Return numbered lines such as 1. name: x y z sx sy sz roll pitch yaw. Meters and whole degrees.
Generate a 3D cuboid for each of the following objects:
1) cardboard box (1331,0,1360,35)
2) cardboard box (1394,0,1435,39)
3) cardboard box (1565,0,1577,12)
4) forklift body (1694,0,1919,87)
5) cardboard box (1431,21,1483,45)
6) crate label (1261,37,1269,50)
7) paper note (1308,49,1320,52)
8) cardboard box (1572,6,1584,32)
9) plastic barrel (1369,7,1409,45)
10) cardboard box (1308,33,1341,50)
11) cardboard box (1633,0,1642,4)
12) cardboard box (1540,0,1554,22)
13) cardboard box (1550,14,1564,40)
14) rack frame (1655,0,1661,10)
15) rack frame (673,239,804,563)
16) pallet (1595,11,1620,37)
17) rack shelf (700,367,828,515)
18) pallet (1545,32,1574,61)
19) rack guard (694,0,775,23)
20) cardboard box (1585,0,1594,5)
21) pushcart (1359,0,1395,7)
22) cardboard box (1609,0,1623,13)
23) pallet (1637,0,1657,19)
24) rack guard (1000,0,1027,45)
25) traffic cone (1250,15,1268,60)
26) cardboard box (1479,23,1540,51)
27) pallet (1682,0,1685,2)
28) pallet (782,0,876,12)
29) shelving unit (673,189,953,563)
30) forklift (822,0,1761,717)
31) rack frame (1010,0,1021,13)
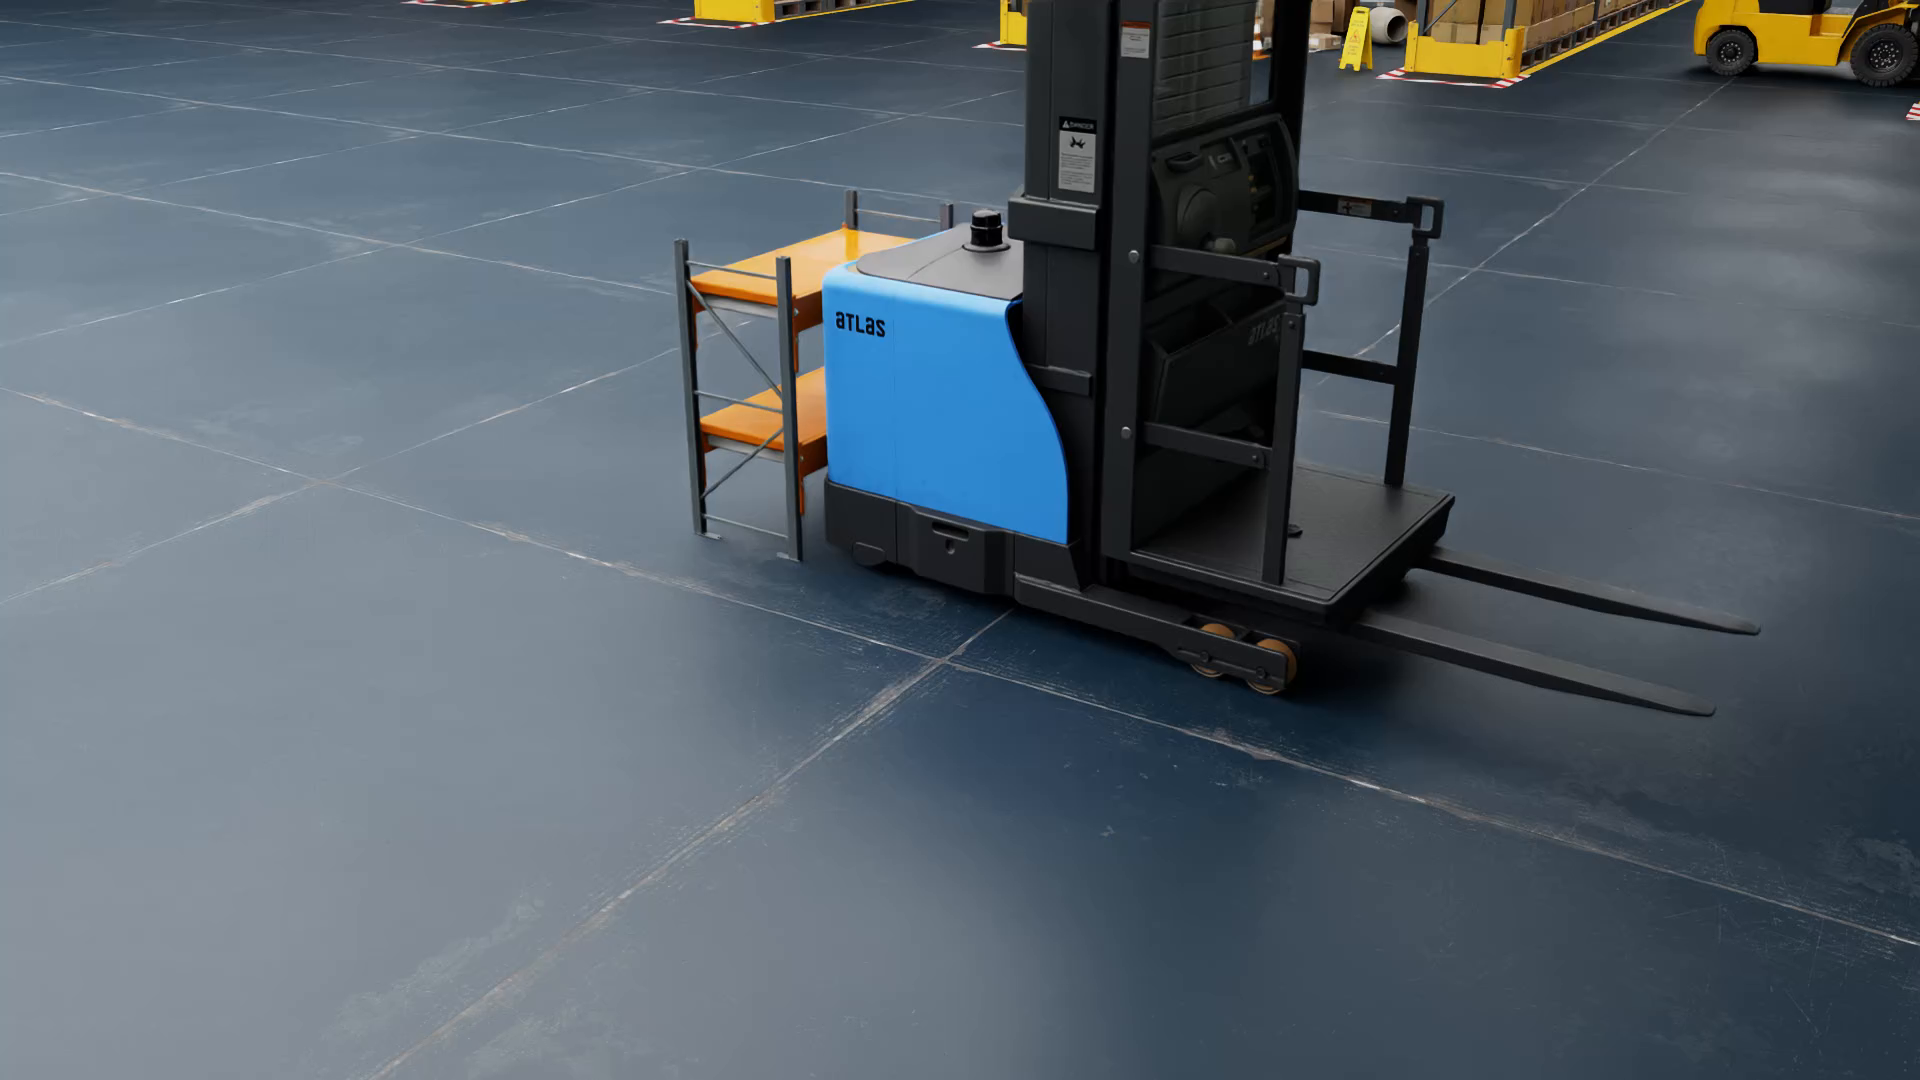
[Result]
1. cardboard box: 4.582 -6.705 20.935 0.797 0.637 0.503 14 27 29
2. cardboard box: 5.709 -6.475 20.576 0.500 0.500 0.500 -7 24 -17
3. cardboard box: 6.811 -6.373 19.183 0.500 0.500 0.500 15 28 32
4. forklift body: 8.990 -5.942 17.268 2.313 2.155 1.214 14 27 29
5. cardboard box: 5.531 -5.616 18.380 0.500 0.250 0.500 14 27 29
6. crate label: 3.691 -5.846 19.581 0.250 0.136 0.298 1 23 2
7. paper note: 4.128 -5.722 19.428 0.148 0.019 0.142 5 24 11
8. cardboard box: 7.074 -6.191 19.708 0.500 0.250 0.500 13 27 28
9. plastic barrel: 5.124 -6.180 19.993 0.421 0.421 0.512 -7 24 -17
10. cardboard box: 4.295 -5.905 19.703 0.250 0.149 0.380 -12 26 -26
11. cardboard box: 8.851 -7.595 22.799 0.950 0.372 0.625 13 27 28
12. cardboard box: 6.265 -6.023 18.375 0.500 0.500 0.500 13 26 27
13. cardboard box: 6.533 -5.851 18.921 0.500 0.250 0.500 16 28 32
14. rack frame: 9.540 -9.048 23.375 1.000 3.000 0.127 14 27 29
15. rack frame: -0.792 -0.492 5.970 0.500 1.125 0.032 14 27 30
16. pallet: 7.840 -6.681 21.418 1.003 0.211 1.213 14 27 29
17. rack shelf: -0.518 -0.437 6.460 0.538 0.278 1.000 14 27 30
18. pallet: 6.463 -5.771 19.315 1.003 0.211 1.213 14 27 29
19. rack guard: -3.059 -7.303 22.491 1.175 0.500 0.348 14 27 29
20. cardboard box: 7.346 -6.717 19.979 0.500 0.500 0.500 13 27 28
21. pushcart: 5.467 -6.955 21.842 1.648 0.377 0.936 5 24 11
22. cardboard box: 8.081 -7.106 21.667 0.950 0.372 0.625 16 28 32
23. pallet: 9.127 -7.505 23.320 1.003 0.211 1.213 14 27 29
24. rack guard: 1.049 -6.196 19.933 1.175 0.500 0.348 14 27 29
25. traffic cone: 3.329 -5.717 18.874 0.336 0.463 0.334 14 27 29
26. cardboard box: 5.981 -5.493 18.096 0.500 0.250 0.500 14 27 29
27. pallet: 10.664 -8.429 25.454 1.003 0.211 1.213 14 27 29
28. pallet: -1.956 -7.848 24.112 1.003 0.211 1.213 14 27 29
29. shelving unit: -0.518 -0.662 6.363 0.538 1.125 1.048 14 27 30
30. forklift: 1.011 -1.108 5.120 3.031 2.935 1.130 15 28 31
31. rack frame: 1.062 -7.351 19.455 1.000 3.000 0.127 14 27 29
